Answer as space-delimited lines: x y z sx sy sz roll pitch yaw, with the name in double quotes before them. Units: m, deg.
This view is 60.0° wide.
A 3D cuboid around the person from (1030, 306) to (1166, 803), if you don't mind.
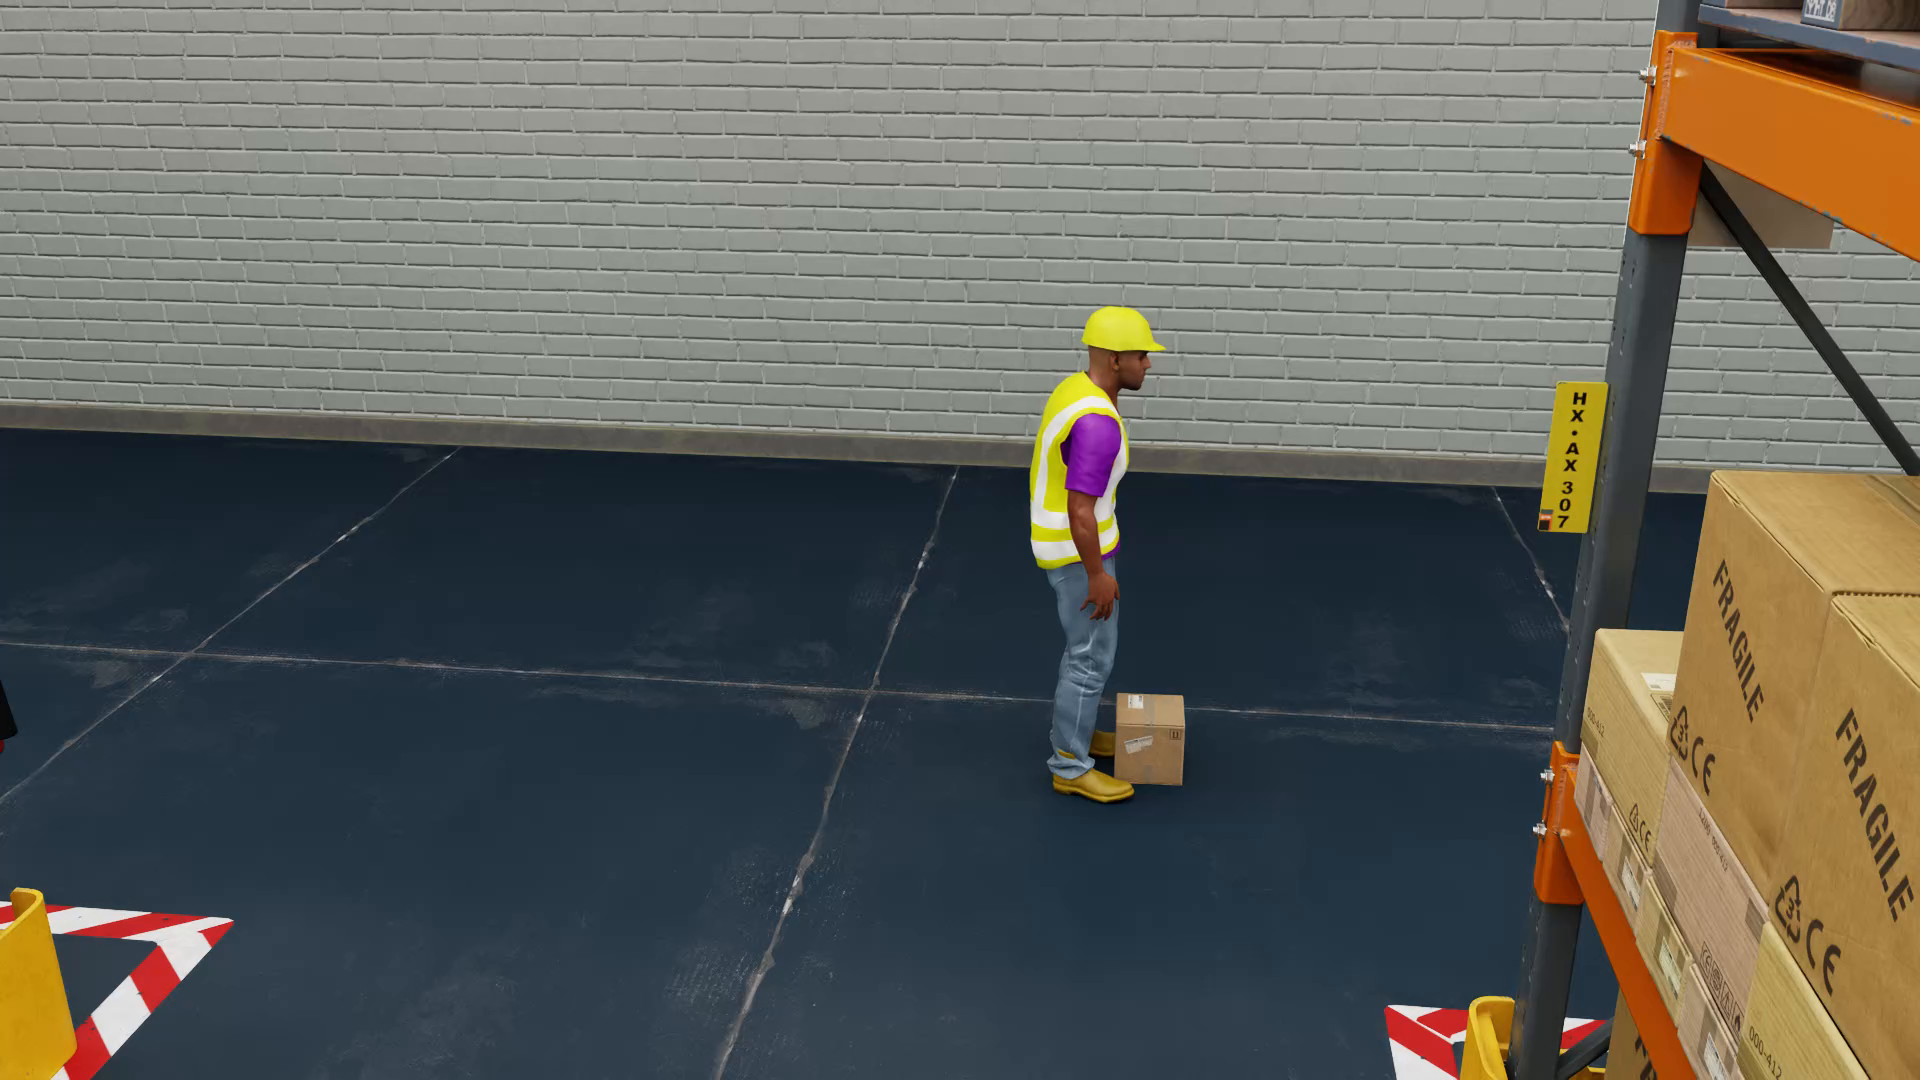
"person" 0.477 0.031 5.978 0.462 1.759 0.633 1 21 3
